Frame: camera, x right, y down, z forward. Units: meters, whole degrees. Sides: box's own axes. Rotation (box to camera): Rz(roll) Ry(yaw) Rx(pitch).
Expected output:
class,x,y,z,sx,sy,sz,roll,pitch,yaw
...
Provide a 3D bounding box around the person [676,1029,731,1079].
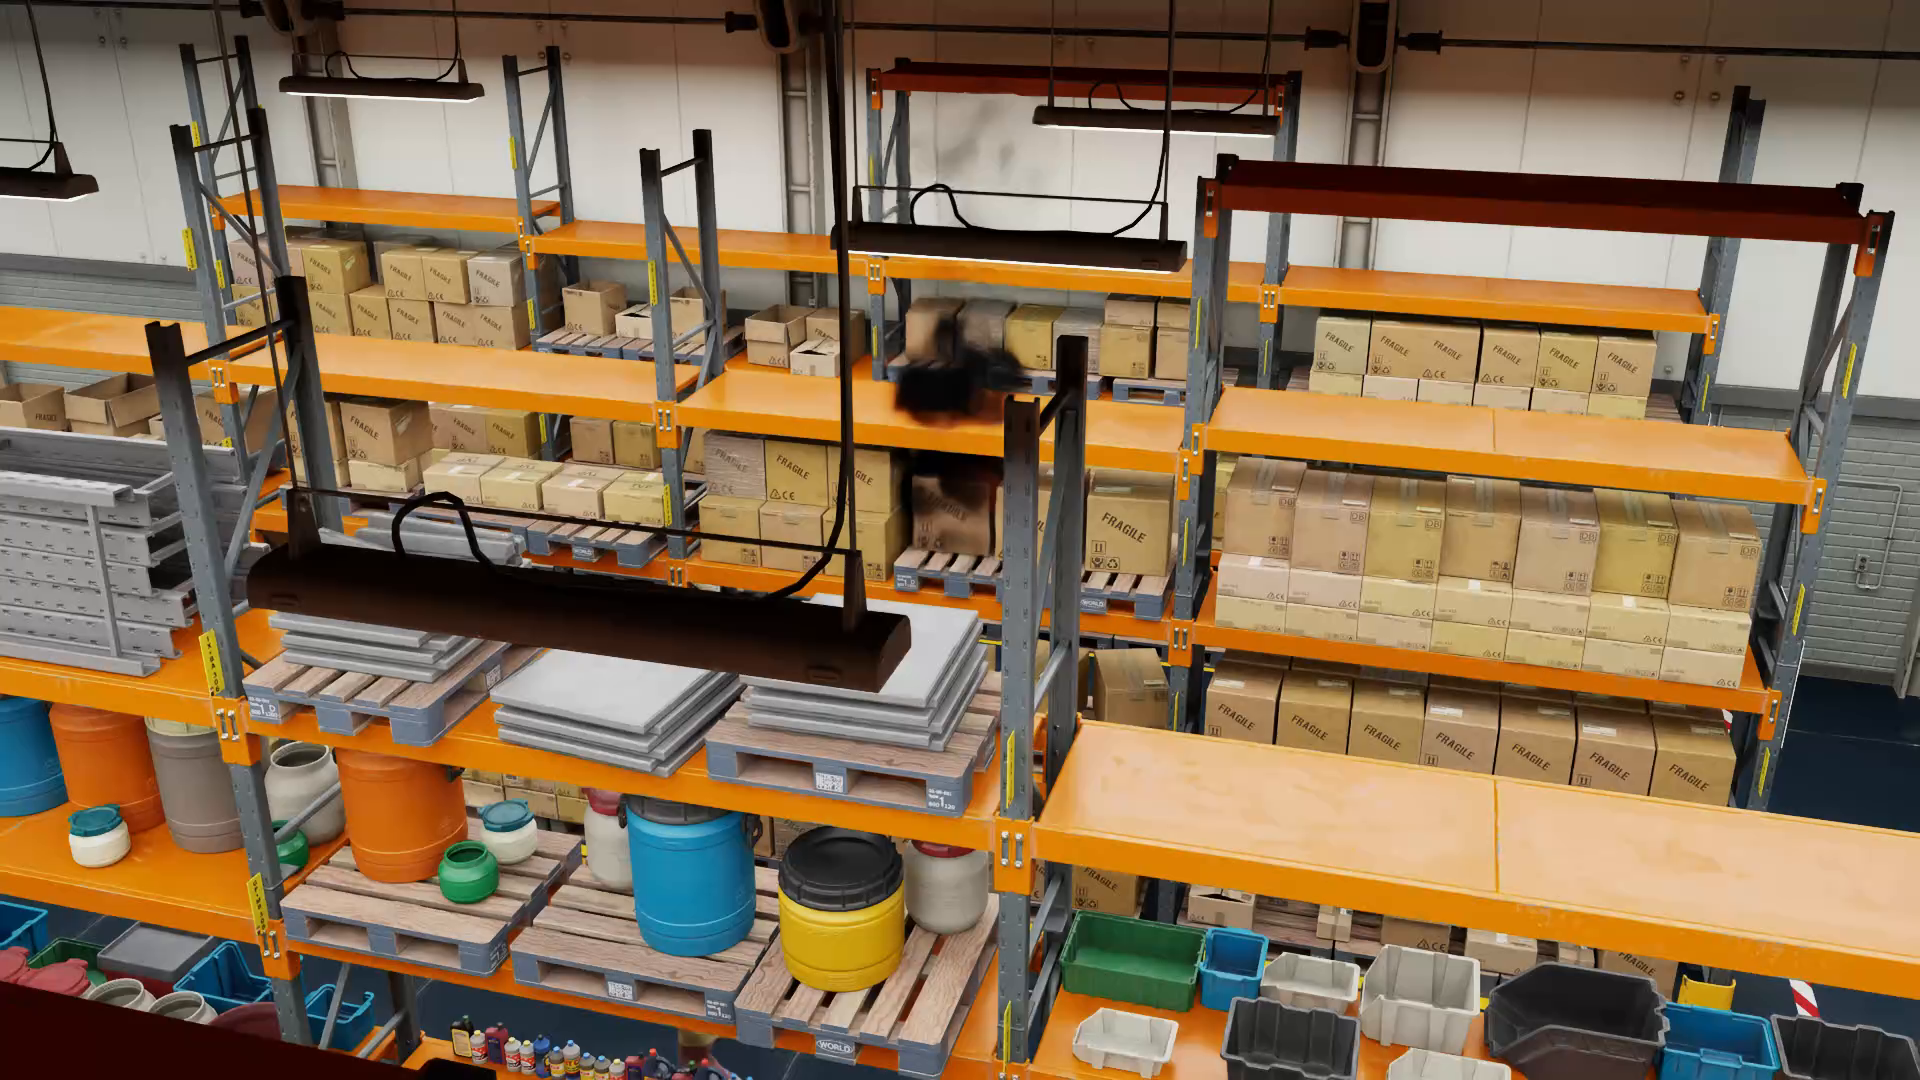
class,x,y,z,sx,sy,sz,roll,pitch,yaw
person,-1.722,3.311,10.945,0.481,1.326,0.536,12,25,27

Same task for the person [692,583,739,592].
class,x,y,z,sx,sy,sz,roll,pitch,yaw
person,-2.436,0.814,16.800,0.721,1.560,0.691,3,23,7
